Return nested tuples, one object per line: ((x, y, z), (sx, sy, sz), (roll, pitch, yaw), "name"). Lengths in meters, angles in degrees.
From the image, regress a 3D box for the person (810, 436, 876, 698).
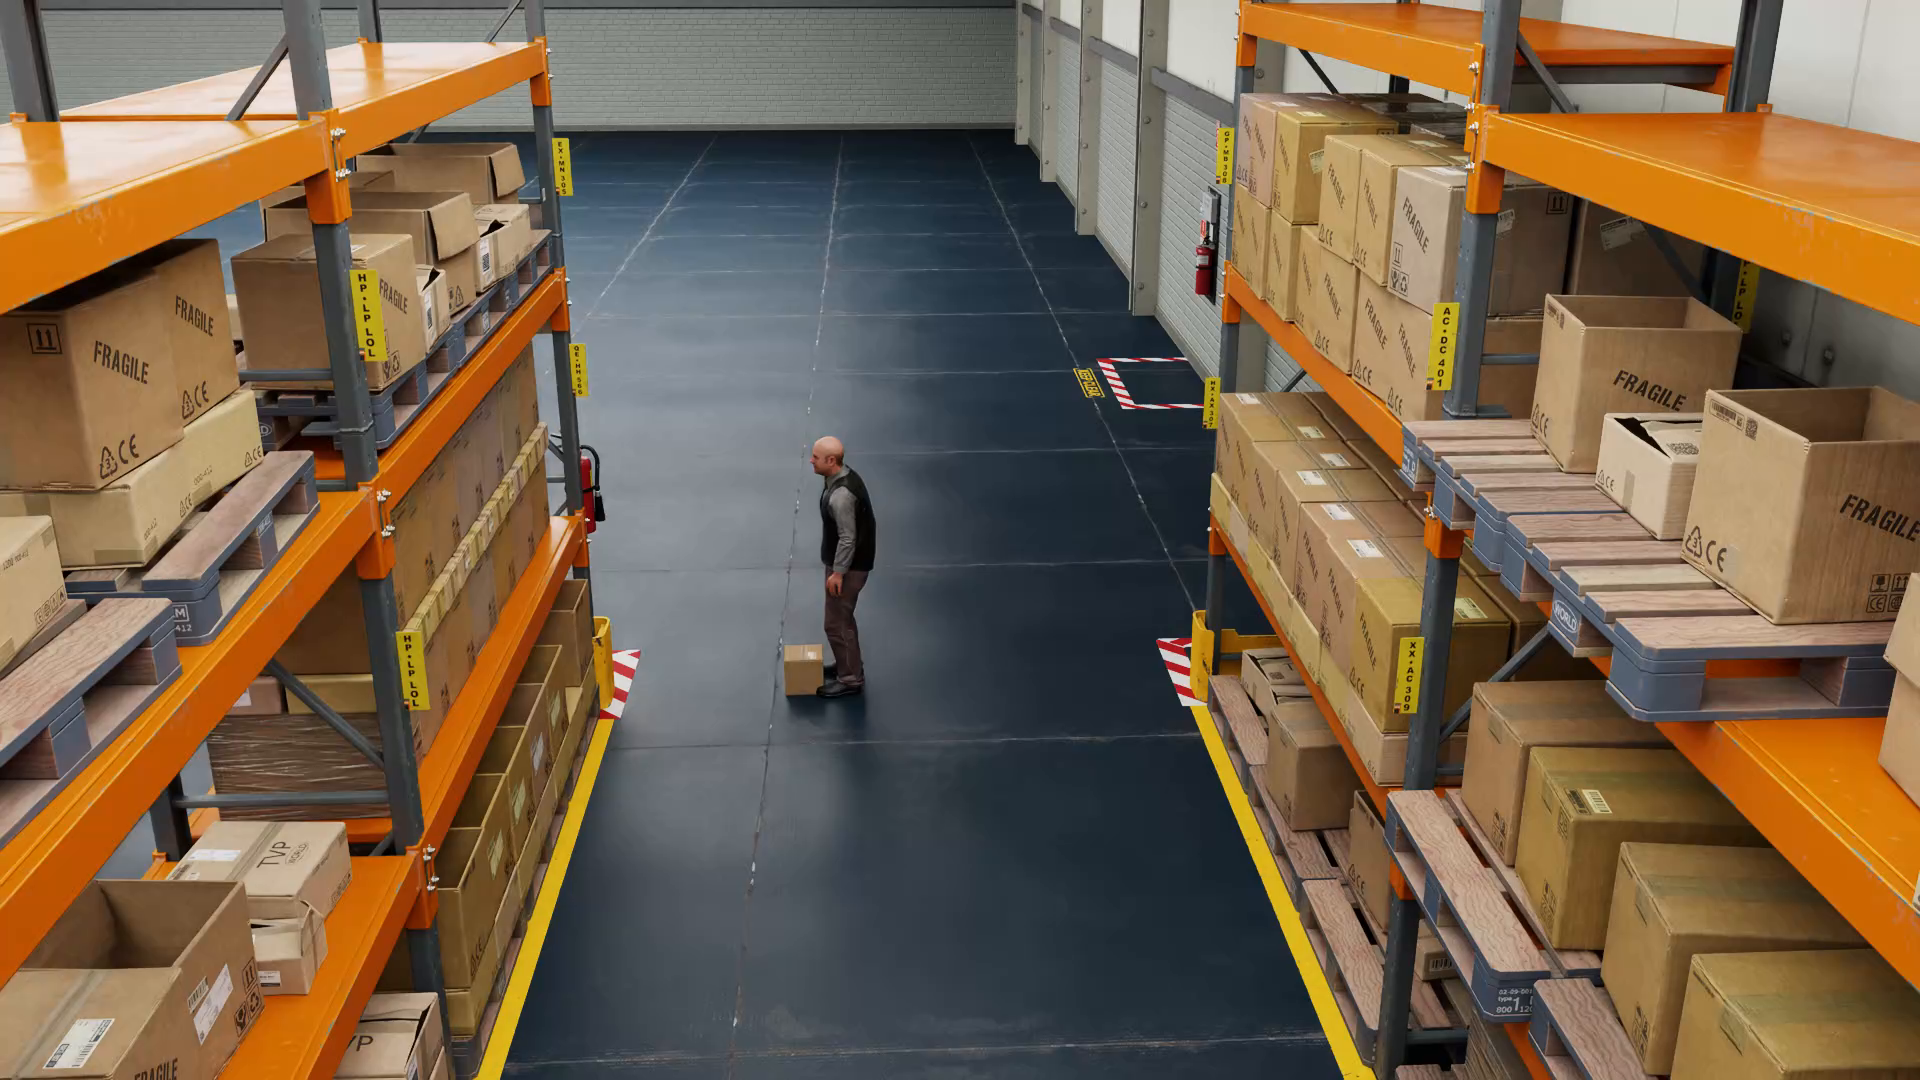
((-0.745, 0.157, 10.684), (0.415, 1.722, 0.591), (-2, 20, -5), "person")
